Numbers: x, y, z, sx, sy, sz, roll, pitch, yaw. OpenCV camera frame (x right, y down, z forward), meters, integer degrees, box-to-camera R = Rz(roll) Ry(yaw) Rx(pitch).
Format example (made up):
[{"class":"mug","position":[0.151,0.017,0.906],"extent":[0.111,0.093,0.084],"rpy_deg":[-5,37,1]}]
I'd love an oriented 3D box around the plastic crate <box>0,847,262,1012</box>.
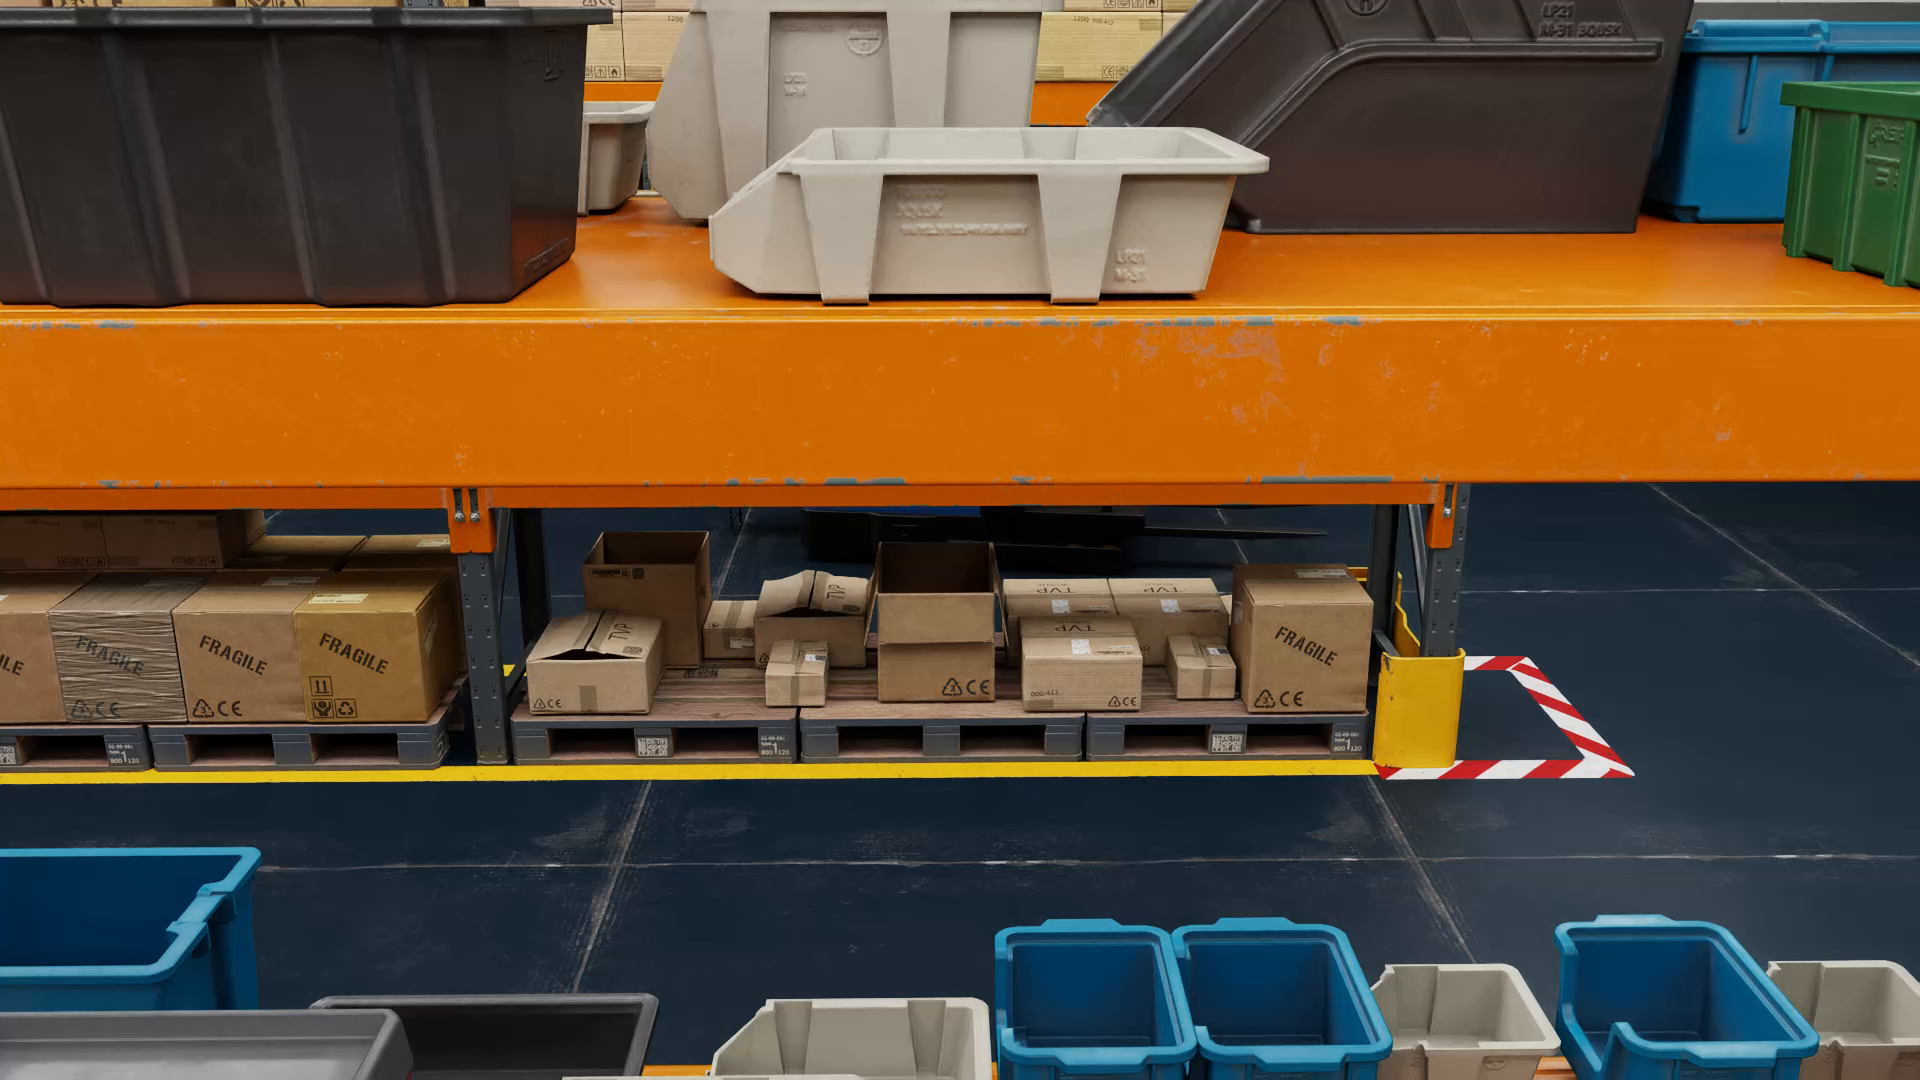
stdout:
[{"class":"plastic crate","position":[-1.458,0.764,2.684],"extent":[0.575,0.384,0.392],"rpy_deg":[0,18,-1]}]

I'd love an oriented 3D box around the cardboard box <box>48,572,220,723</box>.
[{"class":"cardboard box","position":[-3.479,0.451,7.103],"extent":[0.500,0.500,0.500],"rpy_deg":[0,18,0]}]

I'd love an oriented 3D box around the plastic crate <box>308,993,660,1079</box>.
[{"class":"plastic crate","position":[-0.805,0.906,2.665],"extent":[0.590,0.125,0.437],"rpy_deg":[0,18,-1]}]

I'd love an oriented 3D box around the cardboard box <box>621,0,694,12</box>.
[{"class":"cardboard box","position":[-1.004,-2.146,6.344],"extent":[0.500,0.250,0.500],"rpy_deg":[0,18,-1]}]

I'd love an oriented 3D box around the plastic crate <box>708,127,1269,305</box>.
[{"class":"plastic crate","position":[0.018,-0.345,1.734],"extent":[0.530,0.136,0.437],"rpy_deg":[0,18,-1]}]

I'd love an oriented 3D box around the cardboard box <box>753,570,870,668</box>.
[{"class":"cardboard box","position":[-0.679,0.356,7.709],"extent":[0.500,0.311,0.500],"rpy_deg":[0,18,-1]}]

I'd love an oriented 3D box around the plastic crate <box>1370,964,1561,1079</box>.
[{"class":"plastic crate","position":[0.827,0.849,2.824],"extent":[0.298,0.136,0.250],"rpy_deg":[0,18,-1]}]

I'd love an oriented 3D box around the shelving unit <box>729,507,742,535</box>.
[{"class":"shelving unit","position":[-1.139,-0.631,10.050],"extent":[0.503,1.200,0.258],"rpy_deg":[2,18,7]}]

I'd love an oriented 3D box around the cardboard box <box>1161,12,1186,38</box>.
[{"class":"cardboard box","position":[0.996,-1.916,6.444],"extent":[0.500,0.250,0.500],"rpy_deg":[0,18,-1]}]

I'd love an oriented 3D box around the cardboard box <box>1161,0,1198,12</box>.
[{"class":"cardboard box","position":[0.996,-2.153,6.366],"extent":[0.500,0.250,0.500],"rpy_deg":[0,18,-1]}]

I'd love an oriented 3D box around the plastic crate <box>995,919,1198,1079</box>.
[{"class":"plastic crate","position":[0.211,0.831,2.721],"extent":[0.300,0.233,0.416],"rpy_deg":[0,18,-1]}]

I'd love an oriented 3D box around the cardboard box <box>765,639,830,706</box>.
[{"class":"cardboard box","position":[-0.706,0.575,7.264],"extent":[0.250,0.166,0.380],"rpy_deg":[0,18,-1]}]

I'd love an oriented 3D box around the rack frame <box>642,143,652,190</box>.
[{"class":"rack frame","position":[-2.076,-2.135,11.792],"extent":[0.127,3.000,1.000],"rpy_deg":[0,18,-1]}]

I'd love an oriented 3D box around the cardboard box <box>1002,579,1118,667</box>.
[{"class":"cardboard box","position":[0.457,0.379,7.735],"extent":[0.500,0.250,0.500],"rpy_deg":[0,18,-1]}]

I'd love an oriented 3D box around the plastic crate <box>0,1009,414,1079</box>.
[{"class":"plastic crate","position":[-1.023,0.904,2.115],"extent":[0.583,0.464,0.402],"rpy_deg":[0,18,-1]}]

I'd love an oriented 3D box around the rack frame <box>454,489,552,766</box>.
[{"class":"rack frame","position":[-1.994,-0.622,7.075],"extent":[0.127,3.000,1.000],"rpy_deg":[0,18,-1]}]

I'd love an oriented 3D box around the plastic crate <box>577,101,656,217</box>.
[{"class":"plastic crate","position":[-0.654,-0.534,2.323],"extent":[0.466,0.136,0.293],"rpy_deg":[0,18,-1]}]

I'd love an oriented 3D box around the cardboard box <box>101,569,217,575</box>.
[{"class":"cardboard box","position":[-3.515,0.293,7.596],"extent":[0.500,0.500,0.500],"rpy_deg":[0,18,0]}]

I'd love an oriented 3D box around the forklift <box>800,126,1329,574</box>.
[{"class":"forklift","position":[0.625,-1.372,9.528],"extent":[3.031,2.935,1.130],"rpy_deg":[2,18,7]}]

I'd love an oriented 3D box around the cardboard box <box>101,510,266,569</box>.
[{"class":"cardboard box","position":[-3.482,-0.065,7.485],"extent":[0.500,0.250,0.500],"rpy_deg":[0,18,-1]}]

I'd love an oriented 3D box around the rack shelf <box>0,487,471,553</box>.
[{"class":"rack shelf","position":[-3.994,-0.270,7.155],"extent":[4.000,0.370,1.077],"rpy_deg":[0,18,-1]}]

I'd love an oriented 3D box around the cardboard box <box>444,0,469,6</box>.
[{"class":"cardboard box","position":[-3.513,-3.827,11.272],"extent":[0.500,0.500,0.700],"rpy_deg":[-1,18,-2]}]

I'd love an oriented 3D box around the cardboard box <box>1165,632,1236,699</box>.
[{"class":"cardboard box","position":[1.059,0.551,7.338],"extent":[0.250,0.166,0.380],"rpy_deg":[0,18,-1]}]

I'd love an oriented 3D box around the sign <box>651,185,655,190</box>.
[{"class":"sign","position":[-2.058,-2.483,11.110],"extent":[0.005,0.325,0.100],"rpy_deg":[0,18,-1]}]

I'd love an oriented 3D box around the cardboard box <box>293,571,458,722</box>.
[{"class":"cardboard box","position":[-2.483,0.449,7.110],"extent":[0.500,0.500,0.500],"rpy_deg":[0,18,-1]}]

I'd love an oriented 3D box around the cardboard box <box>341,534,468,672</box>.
[{"class":"cardboard box","position":[-2.482,0.287,7.615],"extent":[0.500,0.500,0.500],"rpy_deg":[-1,18,-3]}]

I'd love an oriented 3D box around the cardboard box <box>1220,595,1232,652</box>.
[{"class":"cardboard box","position":[1.331,0.397,7.818],"extent":[0.250,0.166,0.380],"rpy_deg":[0,18,-1]}]

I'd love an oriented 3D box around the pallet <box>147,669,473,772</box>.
[{"class":"pallet","position":[-2.807,0.722,7.453],"extent":[1.213,0.211,1.003],"rpy_deg":[0,18,-1]}]

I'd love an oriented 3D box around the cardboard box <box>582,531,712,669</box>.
[{"class":"cardboard box","position":[-1.429,0.270,7.669],"extent":[0.500,0.500,0.500],"rpy_deg":[0,18,-1]}]

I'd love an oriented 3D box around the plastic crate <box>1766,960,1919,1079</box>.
[{"class":"plastic crate","position":[1.506,0.846,2.834],"extent":[0.298,0.136,0.250],"rpy_deg":[0,18,-1]}]

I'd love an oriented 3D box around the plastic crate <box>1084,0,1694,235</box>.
[{"class":"plastic crate","position":[0.548,-0.604,2.209],"extent":[0.767,0.338,0.504],"rpy_deg":[0,18,-1]}]

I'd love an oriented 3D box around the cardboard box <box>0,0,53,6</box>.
[{"class":"cardboard box","position":[-3.833,-2.358,6.562],"extent":[0.600,0.600,0.600],"rpy_deg":[-1,18,-3]}]

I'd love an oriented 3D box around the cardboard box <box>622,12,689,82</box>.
[{"class":"cardboard box","position":[-1.004,-1.907,6.415],"extent":[0.500,0.250,0.500],"rpy_deg":[0,18,-1]}]

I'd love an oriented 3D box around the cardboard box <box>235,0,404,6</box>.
[{"class":"cardboard box","position":[-2.499,-2.365,6.585],"extent":[0.600,0.600,0.600],"rpy_deg":[-2,18,-6]}]

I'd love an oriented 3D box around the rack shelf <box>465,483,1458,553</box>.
[{"class":"rack shelf","position":[0.005,-0.289,7.215],"extent":[4.000,0.370,1.077],"rpy_deg":[0,18,-1]}]

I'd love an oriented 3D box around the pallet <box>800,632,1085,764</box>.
[{"class":"pallet","position":[-0.085,0.696,7.532],"extent":[1.213,0.211,1.003],"rpy_deg":[0,18,-1]}]
